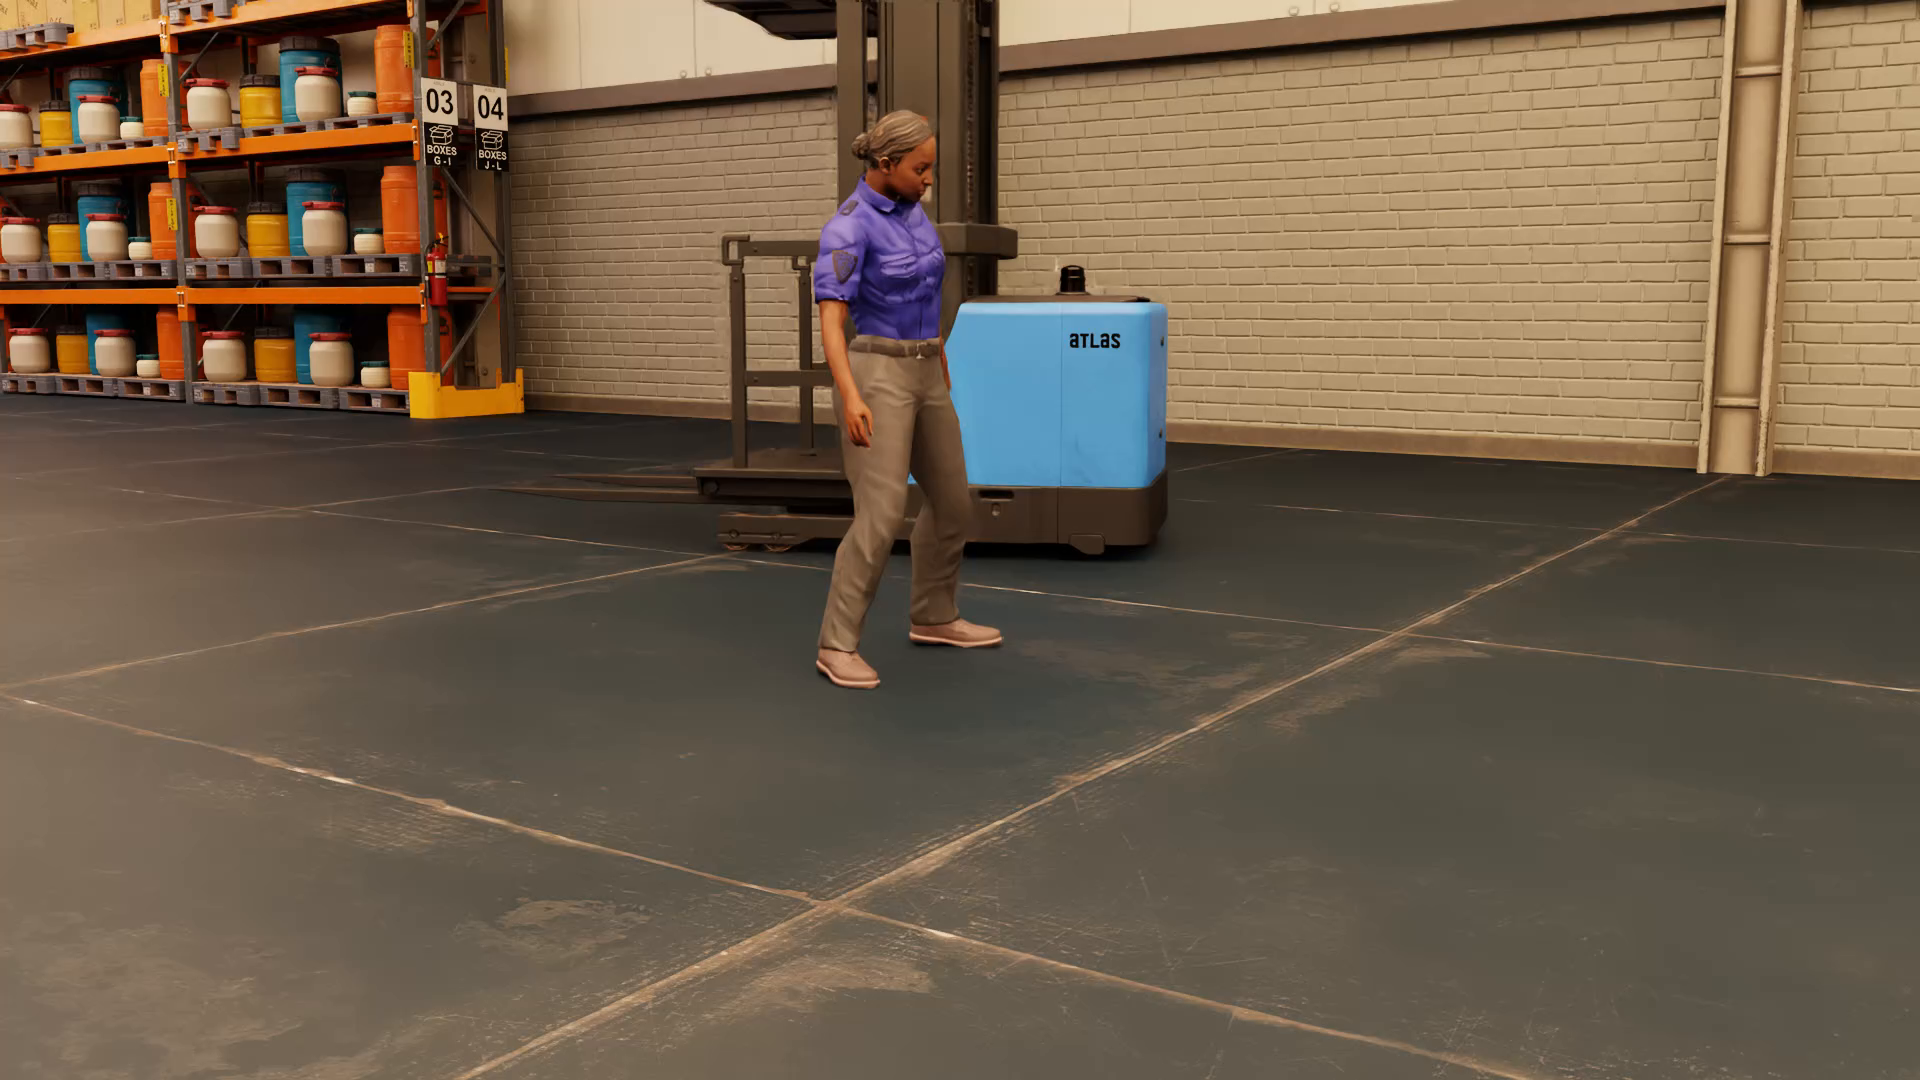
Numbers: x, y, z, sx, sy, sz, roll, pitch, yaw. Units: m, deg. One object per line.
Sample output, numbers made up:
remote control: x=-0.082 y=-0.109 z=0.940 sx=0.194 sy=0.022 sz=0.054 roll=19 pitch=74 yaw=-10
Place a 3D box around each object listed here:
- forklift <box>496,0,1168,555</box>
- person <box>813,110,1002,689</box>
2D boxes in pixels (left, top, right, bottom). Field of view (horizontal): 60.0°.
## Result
forklift: x=-0.596 y=-1.469 z=7.520 sx=3.031 sy=2.935 sz=1.130 roll=2 pitch=8 yaw=12
person: x=-0.174 y=-0.419 z=4.877 sx=0.337 sy=1.612 sz=0.834 roll=5 pitch=10 yaw=32
